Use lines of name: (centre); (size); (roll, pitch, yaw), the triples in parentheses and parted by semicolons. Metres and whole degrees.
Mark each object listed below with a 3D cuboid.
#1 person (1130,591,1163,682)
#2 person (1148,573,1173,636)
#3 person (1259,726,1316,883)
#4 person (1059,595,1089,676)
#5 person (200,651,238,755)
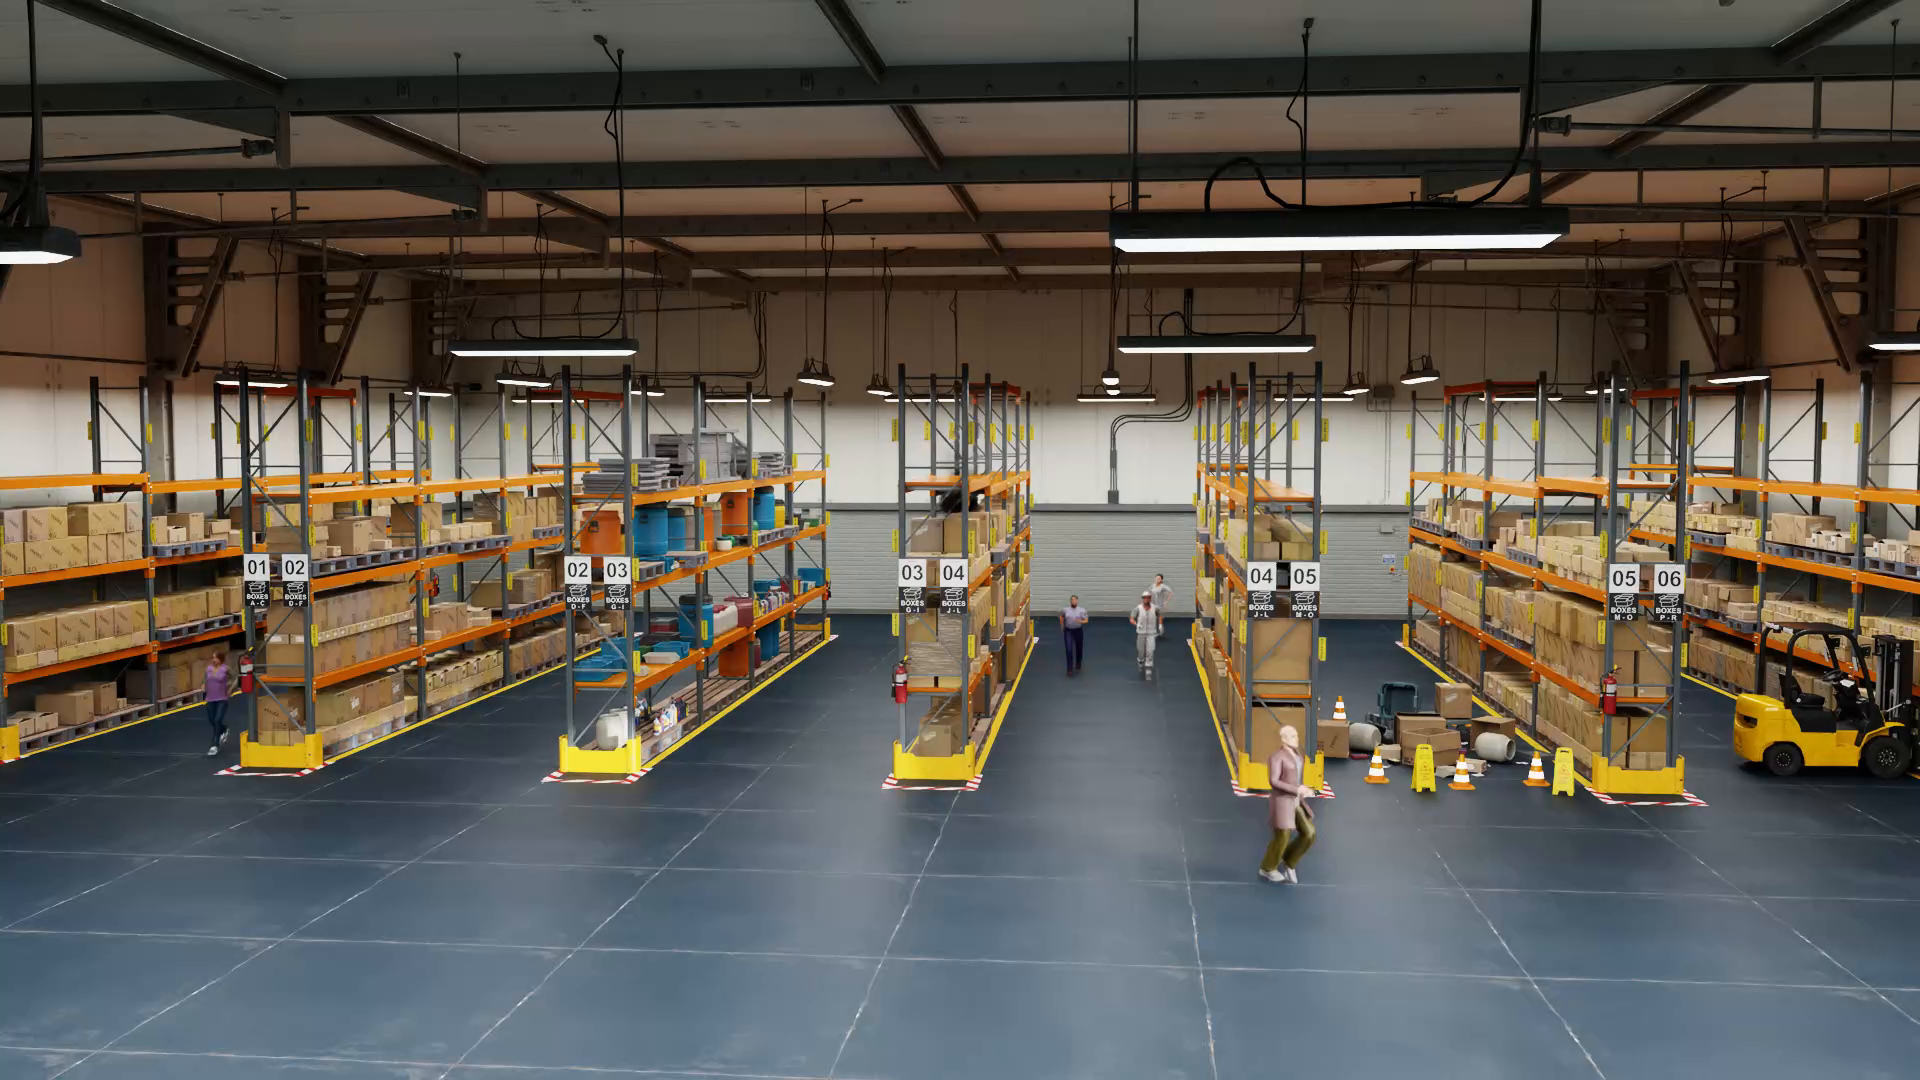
person: (3.799, 1.933, 33.867); (0.685, 1.801, 0.872); (0, 4, 1)
person: (4.773, 1.621, 40.240); (0.847, 1.654, 0.705); (-3, 5, -38)
person: (3.665, 2.950, 18.434); (0.732, 1.798, 0.744); (-4, 5, -44)
person: (2.360, 1.952, 34.484); (0.608, 1.632, 0.943); (0, 4, 4)
person: (-11.616, 2.517, 26.030); (0.541, 1.574, 0.867); (0, 4, -2)
